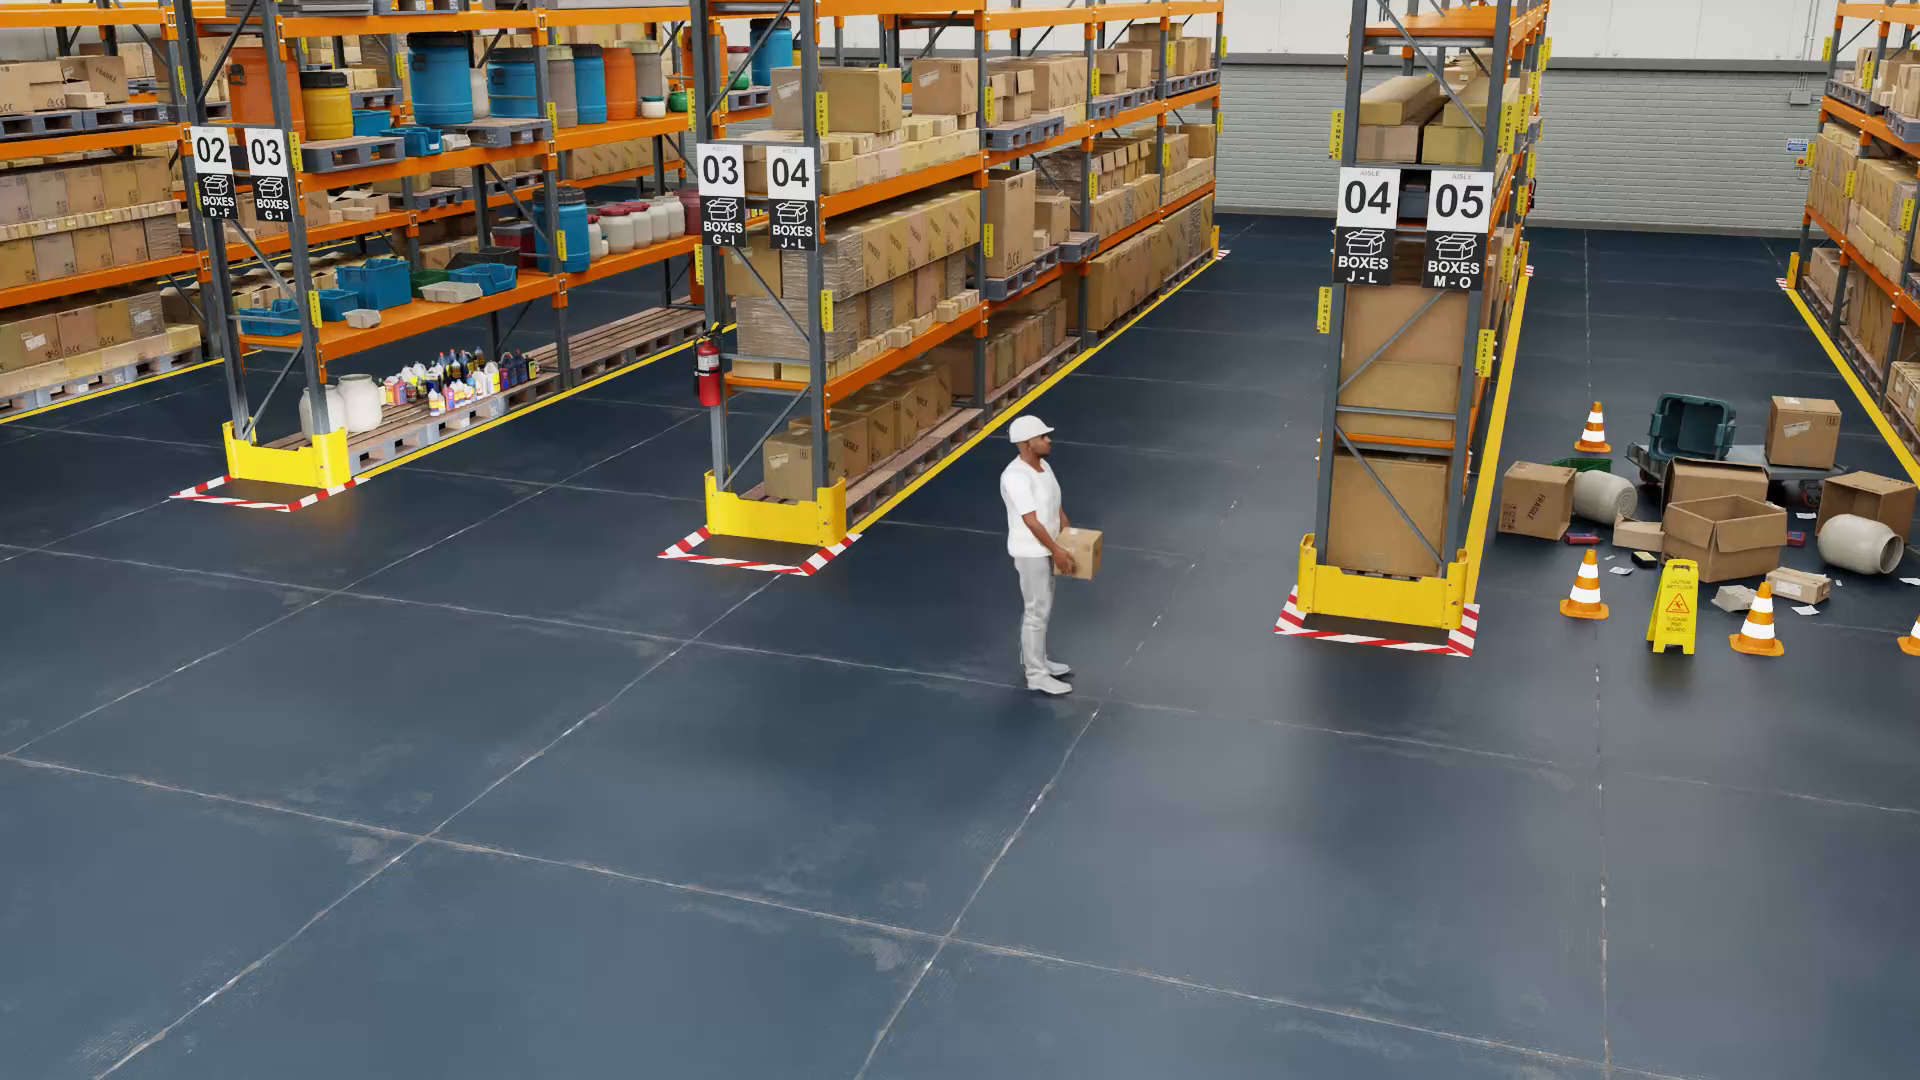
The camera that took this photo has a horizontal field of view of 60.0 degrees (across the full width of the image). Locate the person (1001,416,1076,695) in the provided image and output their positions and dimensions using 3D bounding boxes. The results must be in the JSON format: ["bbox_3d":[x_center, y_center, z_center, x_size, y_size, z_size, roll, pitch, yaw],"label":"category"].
[{"bbox_3d":[0.553,0.071,10.797,0.529,1.772,0.564,7,20,19],"label":"person"}]
